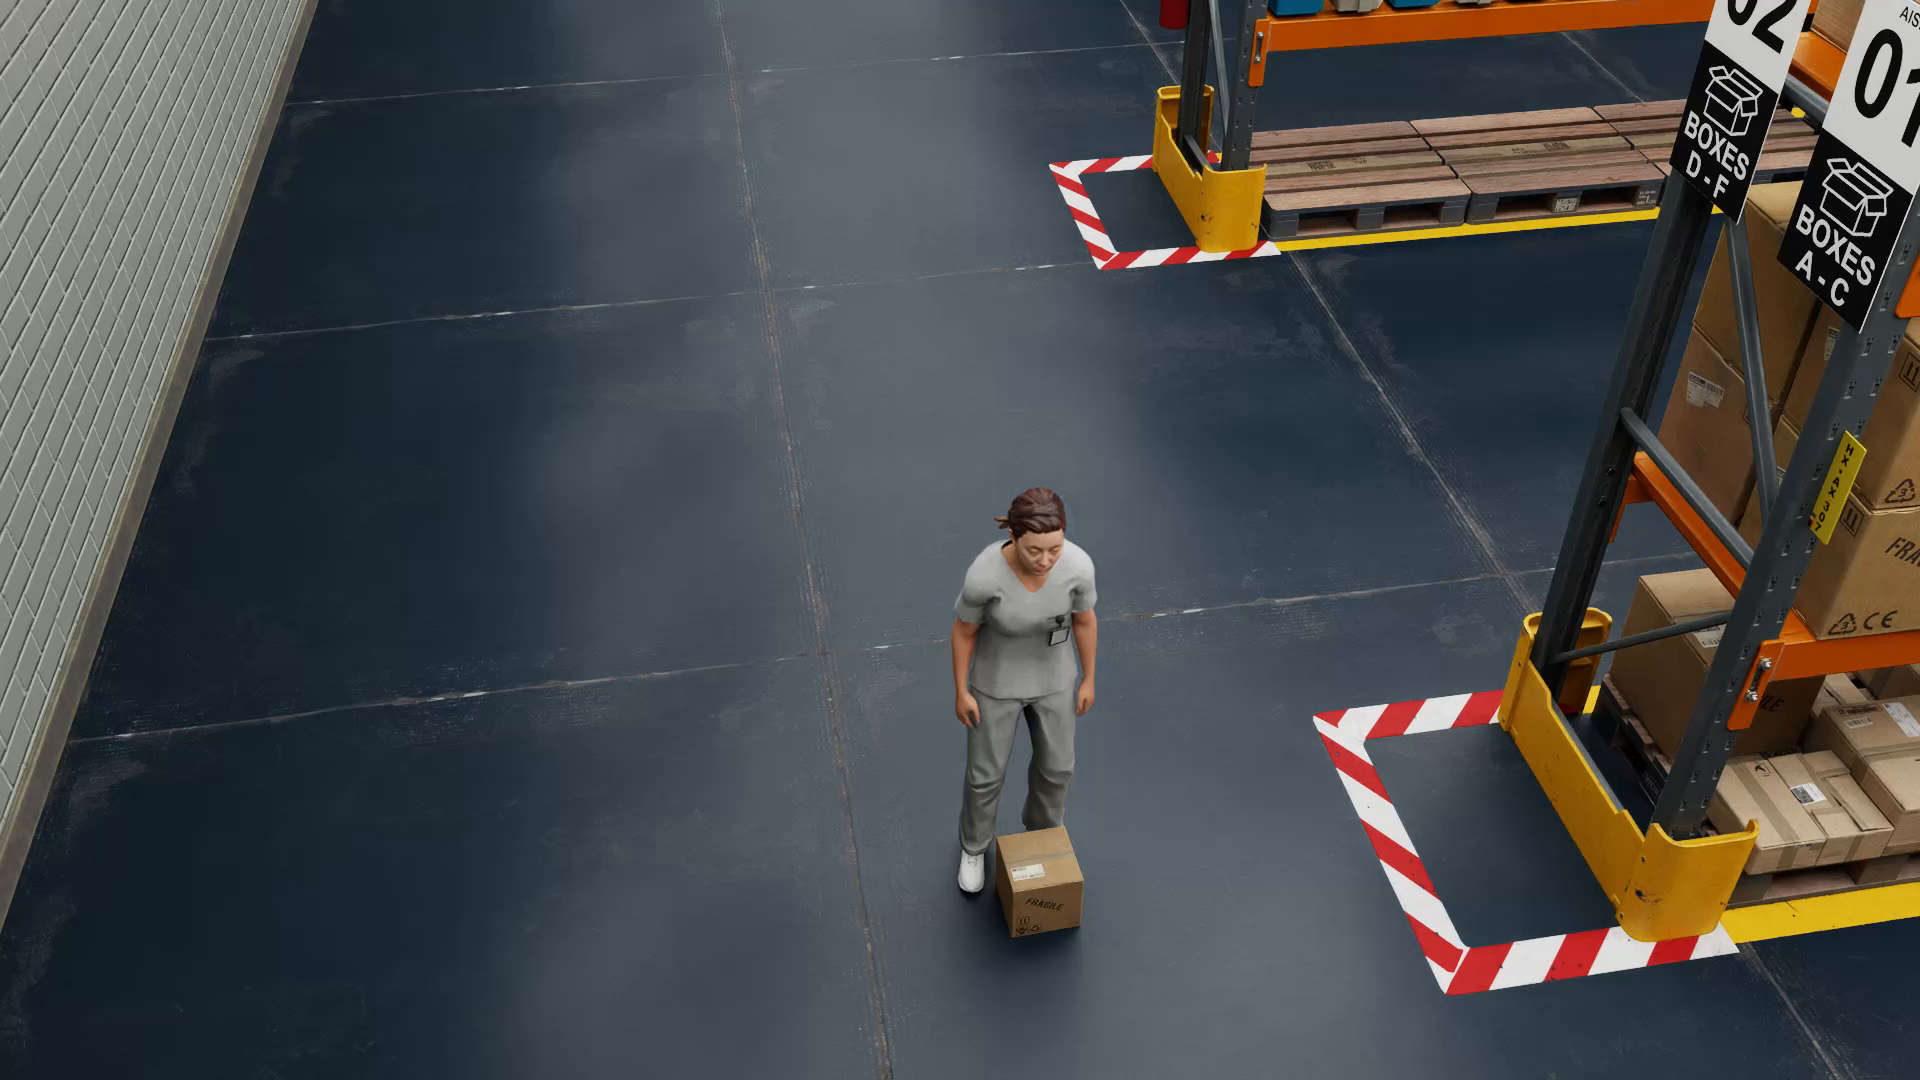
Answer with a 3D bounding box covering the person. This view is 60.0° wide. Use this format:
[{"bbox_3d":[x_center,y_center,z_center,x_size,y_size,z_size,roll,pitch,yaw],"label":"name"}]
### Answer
[{"bbox_3d":[0.216,0.496,5.554,0.486,1.652,0.358,-6,39,-8],"label":"person"}]
